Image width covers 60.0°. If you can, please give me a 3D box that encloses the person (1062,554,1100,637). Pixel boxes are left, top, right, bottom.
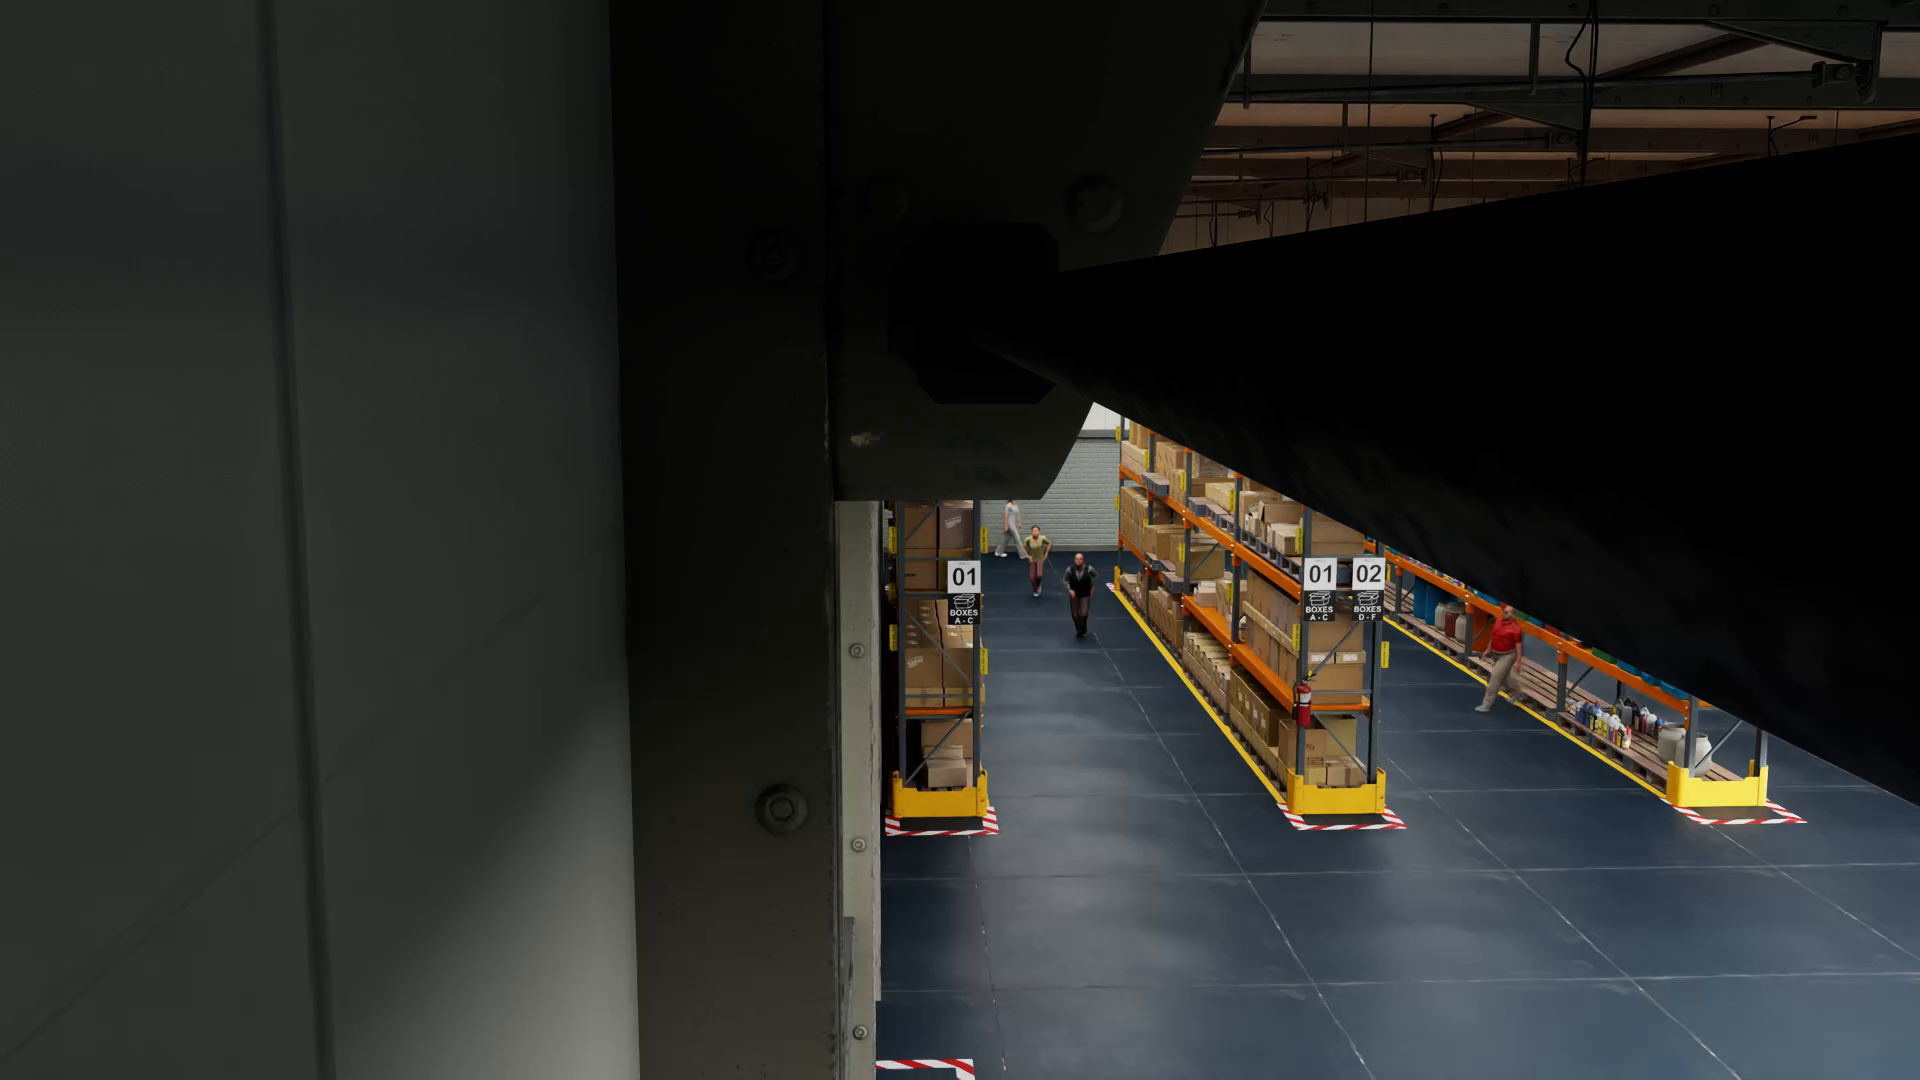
[{"bbox_3d":[2.271,1.039,31.219,0.688,1.632,0.720,1,8,9],"label":"person"}]

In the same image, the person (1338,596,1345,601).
[{"bbox_3d":[7.482,0.691,33.201,0.601,1.762,0.500,-1,8,-8],"label":"person"}]

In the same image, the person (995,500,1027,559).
[{"bbox_3d":[1.313,-0.360,40.851,0.979,1.631,0.447,3,9,21],"label":"person"}]

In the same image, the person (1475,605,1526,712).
[{"bbox_3d":[8.394,1.803,25.718,1.051,1.667,0.638,-3,9,-23],"label":"person"}]

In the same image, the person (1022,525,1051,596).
[{"bbox_3d":[1.633,0.440,35.569,0.587,1.579,0.684,1,8,6],"label":"person"}]
